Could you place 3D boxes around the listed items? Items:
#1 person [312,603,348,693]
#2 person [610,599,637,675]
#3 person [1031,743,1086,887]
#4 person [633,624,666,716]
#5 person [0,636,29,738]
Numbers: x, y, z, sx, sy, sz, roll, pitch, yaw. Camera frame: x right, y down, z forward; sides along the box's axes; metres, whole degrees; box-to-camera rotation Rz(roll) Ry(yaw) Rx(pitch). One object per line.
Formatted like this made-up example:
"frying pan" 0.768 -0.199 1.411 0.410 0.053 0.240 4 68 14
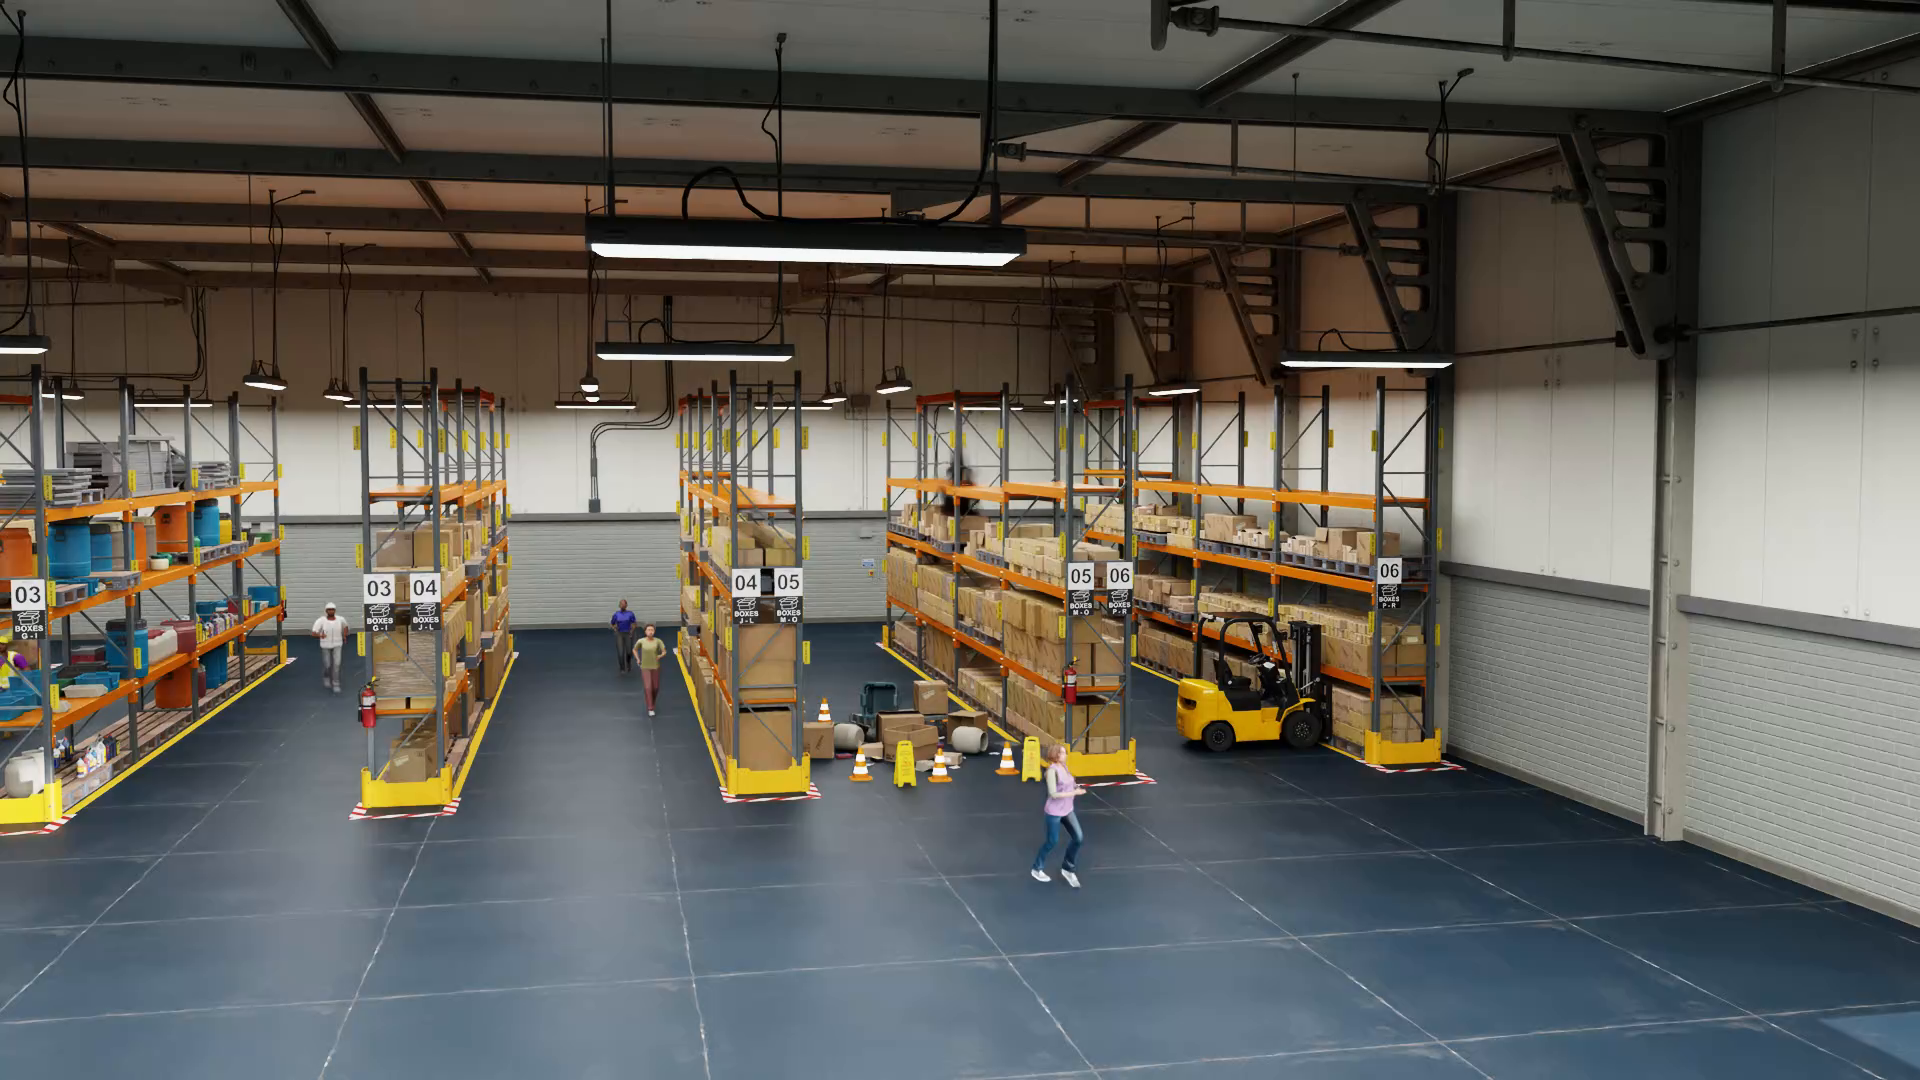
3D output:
"person" -12.505 2.120 33.081 0.706 1.754 0.935 -2 4 -28
"person" -7.195 2.079 35.585 0.571 1.607 0.537 -1 3 -12
"person" 1.123 3.096 18.664 0.684 1.647 0.526 2 4 36
"person" -5.667 2.355 30.443 0.597 1.656 0.803 -1 4 -19
"person" -16.023 2.475 27.868 0.674 1.721 0.569 -1 3 -14
